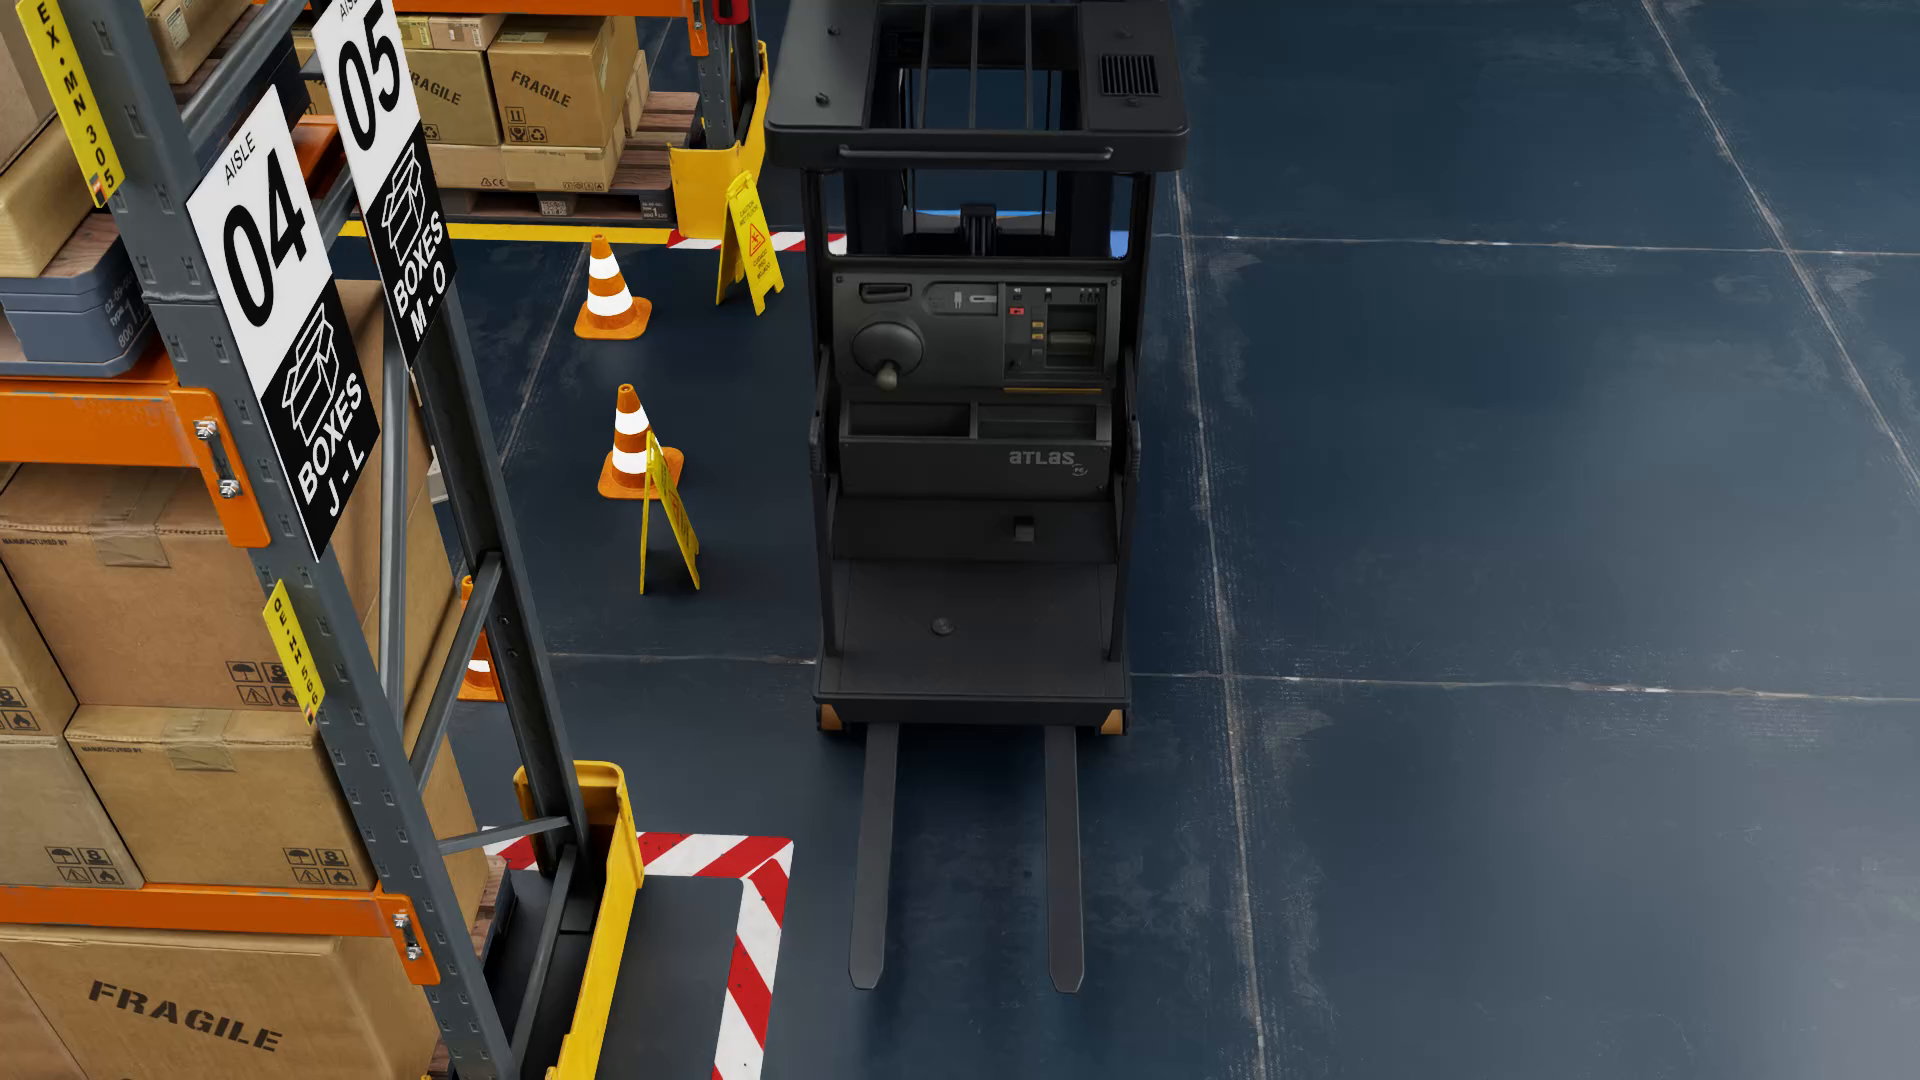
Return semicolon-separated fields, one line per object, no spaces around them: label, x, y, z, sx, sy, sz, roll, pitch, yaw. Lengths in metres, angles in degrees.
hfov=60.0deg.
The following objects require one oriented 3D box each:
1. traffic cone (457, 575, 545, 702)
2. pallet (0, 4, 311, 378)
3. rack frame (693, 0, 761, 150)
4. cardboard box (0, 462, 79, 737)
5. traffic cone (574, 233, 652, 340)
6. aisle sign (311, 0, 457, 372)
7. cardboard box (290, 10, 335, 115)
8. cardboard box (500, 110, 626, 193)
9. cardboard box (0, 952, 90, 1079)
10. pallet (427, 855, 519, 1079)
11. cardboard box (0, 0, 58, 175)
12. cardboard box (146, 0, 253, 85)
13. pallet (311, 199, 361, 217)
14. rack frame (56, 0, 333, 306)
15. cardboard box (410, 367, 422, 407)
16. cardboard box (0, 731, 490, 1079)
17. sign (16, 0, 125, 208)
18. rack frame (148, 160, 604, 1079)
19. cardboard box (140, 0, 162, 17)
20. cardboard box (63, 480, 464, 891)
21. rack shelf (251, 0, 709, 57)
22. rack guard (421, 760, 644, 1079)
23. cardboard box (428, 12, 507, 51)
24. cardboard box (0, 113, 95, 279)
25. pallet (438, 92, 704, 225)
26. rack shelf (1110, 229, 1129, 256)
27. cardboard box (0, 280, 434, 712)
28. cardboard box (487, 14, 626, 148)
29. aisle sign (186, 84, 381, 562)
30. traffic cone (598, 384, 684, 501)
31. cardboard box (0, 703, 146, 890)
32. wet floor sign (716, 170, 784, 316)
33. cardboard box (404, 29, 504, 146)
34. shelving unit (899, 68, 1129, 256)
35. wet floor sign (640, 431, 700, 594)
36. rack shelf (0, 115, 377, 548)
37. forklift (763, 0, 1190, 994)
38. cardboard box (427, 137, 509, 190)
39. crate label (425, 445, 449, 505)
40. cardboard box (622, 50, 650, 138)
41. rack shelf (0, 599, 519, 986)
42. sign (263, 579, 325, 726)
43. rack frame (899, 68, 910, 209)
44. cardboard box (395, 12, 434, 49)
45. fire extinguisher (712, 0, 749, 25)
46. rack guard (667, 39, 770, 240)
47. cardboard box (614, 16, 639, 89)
traffic cone;-1.741;0.310;6.077;0.334;0.463;0.336;2;43;2
pallet;-2.016;-0.715;3.182;1.213;0.211;1.003;2;43;2
rack frame;-1.152;-3.008;7.779;0.127;3.000;1.000;2;43;2
cardboard box;-2.197;-0.076;3.729;0.550;0.550;0.875;2;43;2
traffic cone;-1.640;-1.215;7.715;0.334;0.463;0.336;2;43;2
aisle sign;-1.190;-0.788;3.488;0.004;0.787;0.394;2;43;2
cardboard box;-2.989;-2.311;8.190;0.500;0.500;0.500;1;43;1
cardboard box;-1.996;-1.998;8.404;0.500;0.250;0.500;2;43;2
cardboard box;-2.834;0.988;4.740;0.875;0.875;0.875;1;43;1
pallet;-2.076;1.414;5.077;1.213;0.211;1.003;2;43;2
cardboard box;-1.776;-0.801;2.719;0.500;0.250;0.500;2;43;2
cardboard box;-1.602;-1.059;3.289;0.250;0.149;0.380;2;43;2
pallet;-3.253;-2.079;8.827;1.213;0.211;1.003;2;43;2
rack frame;-1.274;-1.830;2.112;0.127;3.000;1.000;2;43;2
cardboard box;-2.552;-0.630;7.317;0.250;0.149;0.380;24;48;23
cardboard box;-1.954;1.013;4.712;0.875;0.875;0.875;2;43;2
sign;-1.312;-0.658;2.464;0.005;0.325;0.100;2;43;2
rack frame;-1.274;0.365;4.157;0.127;3.000;1.000;2;43;2
cardboard box;-1.745;-1.166;3.111;0.500;0.250;0.500;2;43;2
cardboard box;-1.647;0.330;4.085;0.550;0.550;0.875;2;43;2
rack shelf;-3.150;-2.807;8.090;4.000;0.370;1.077;2;43;2
rack guard;-1.250;1.281;5.008;0.348;0.500;1.175;2;43;2
cardboard box;-2.334;-2.480;7.895;0.250;0.149;0.380;3;43;3
cardboard box;-1.621;-0.610;2.806;0.250;0.149;0.380;2;43;2
pallet;-2.038;-2.039;8.784;1.213;0.211;1.003;2;43;2
rack shelf;0.259;-1.143;7.139;1.000;0.185;0.538;2;43;3
cardboard box;-1.643;-0.122;3.779;0.550;0.550;0.875;2;43;2
cardboard box;-1.964;-2.277;8.153;0.500;0.500;0.500;2;43;2
aisle sign;-1.217;-0.379;3.049;0.004;0.787;0.394;2;43;2
traffic cone;-1.350;-0.449;6.892;0.334;0.463;0.336;2;43;2
cardboard box;-2.197;0.328;4.087;0.550;0.550;0.875;2;43;2
wet floor sign;-1.010;-1.413;7.793;0.232;0.644;0.267;16;45;16
cardboard box;-2.486;-2.291;8.168;0.500;0.500;0.500;3;43;3
shelving unit;0.259;-1.276;7.017;1.048;1.500;0.538;2;43;3
wet floor sign;-1.156;-0.121;6.406;0.232;0.644;0.267;-5;43;-5
rack shelf;-3.272;-0.530;3.446;4.000;0.370;1.077;2;43;2
forklift;0.050;-0.593;5.236;1.130;2.935;3.031;1;43;1
cardboard box;-2.489;-2.019;8.426;0.500;0.250;0.500;2;43;2
crate label;-2.138;-0.311;6.984;0.298;0.136;0.250;-19;46;-20
cardboard box;-1.945;-2.369;8.802;0.500;0.250;0.500;1;43;2
rack shelf;-3.272;0.567;4.468;4.000;0.370;1.077;2;43;2
sign;-1.312;0.224;3.286;0.005;0.325;0.100;2;43;2
rack frame;-0.249;-1.297;7.039;0.032;1.500;0.500;2;43;3
cardboard box;-2.585;-2.490;7.906;0.250;0.149;0.380;2;43;3
fire extinguisher;-1.058;-2.663;7.465;0.183;0.674;0.296;2;43;2
rack guard;-1.228;-2.096;8.633;0.348;0.500;1.175;2;43;2
cardboard box;-1.969;-2.644;8.546;0.500;0.500;0.500;0;43;0
